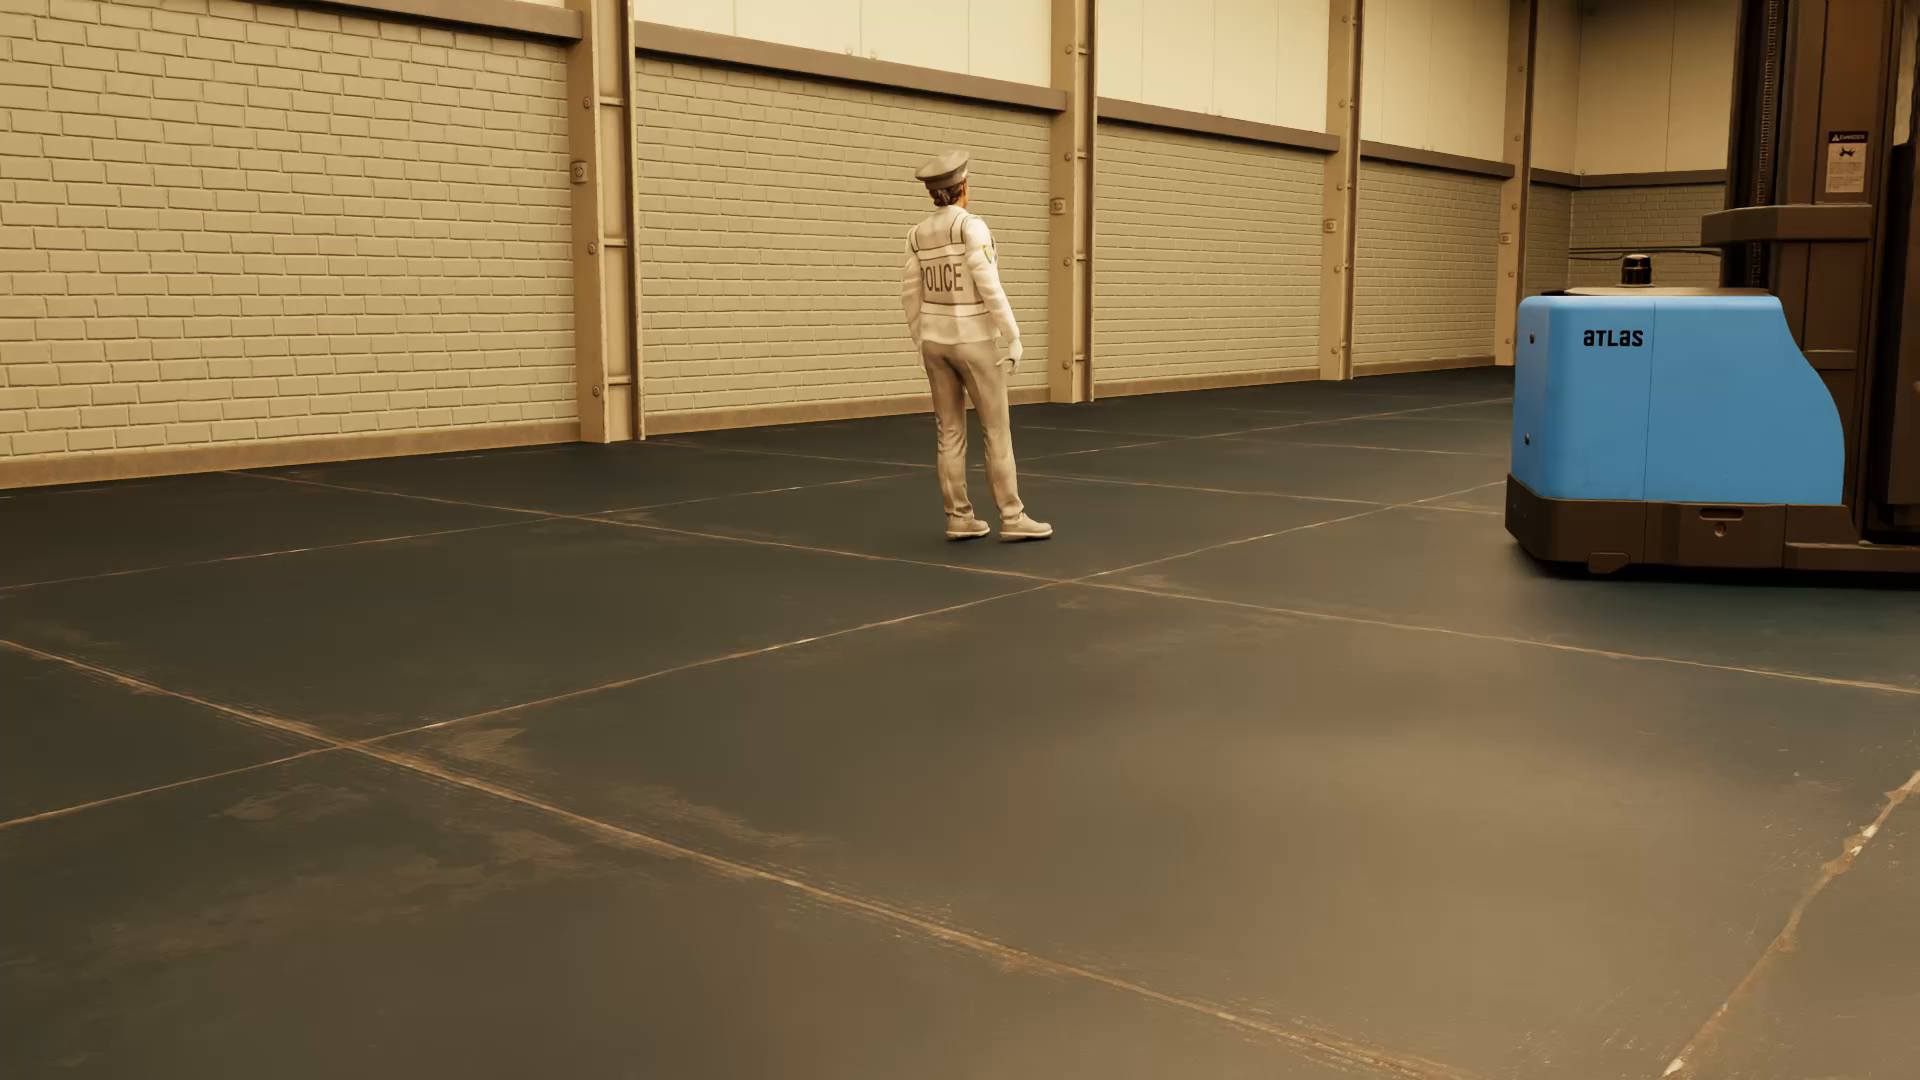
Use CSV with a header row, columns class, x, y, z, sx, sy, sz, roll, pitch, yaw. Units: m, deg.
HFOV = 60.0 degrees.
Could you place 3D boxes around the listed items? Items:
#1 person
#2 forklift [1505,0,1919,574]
class,x,y,z,sx,sy,sz,roll,pitch,yaw
person,0.048,-0.853,7.330,0.587,1.695,0.531,7,11,38
forklift,3.794,-1.332,6.382,3.031,2.935,1.130,2,8,11
